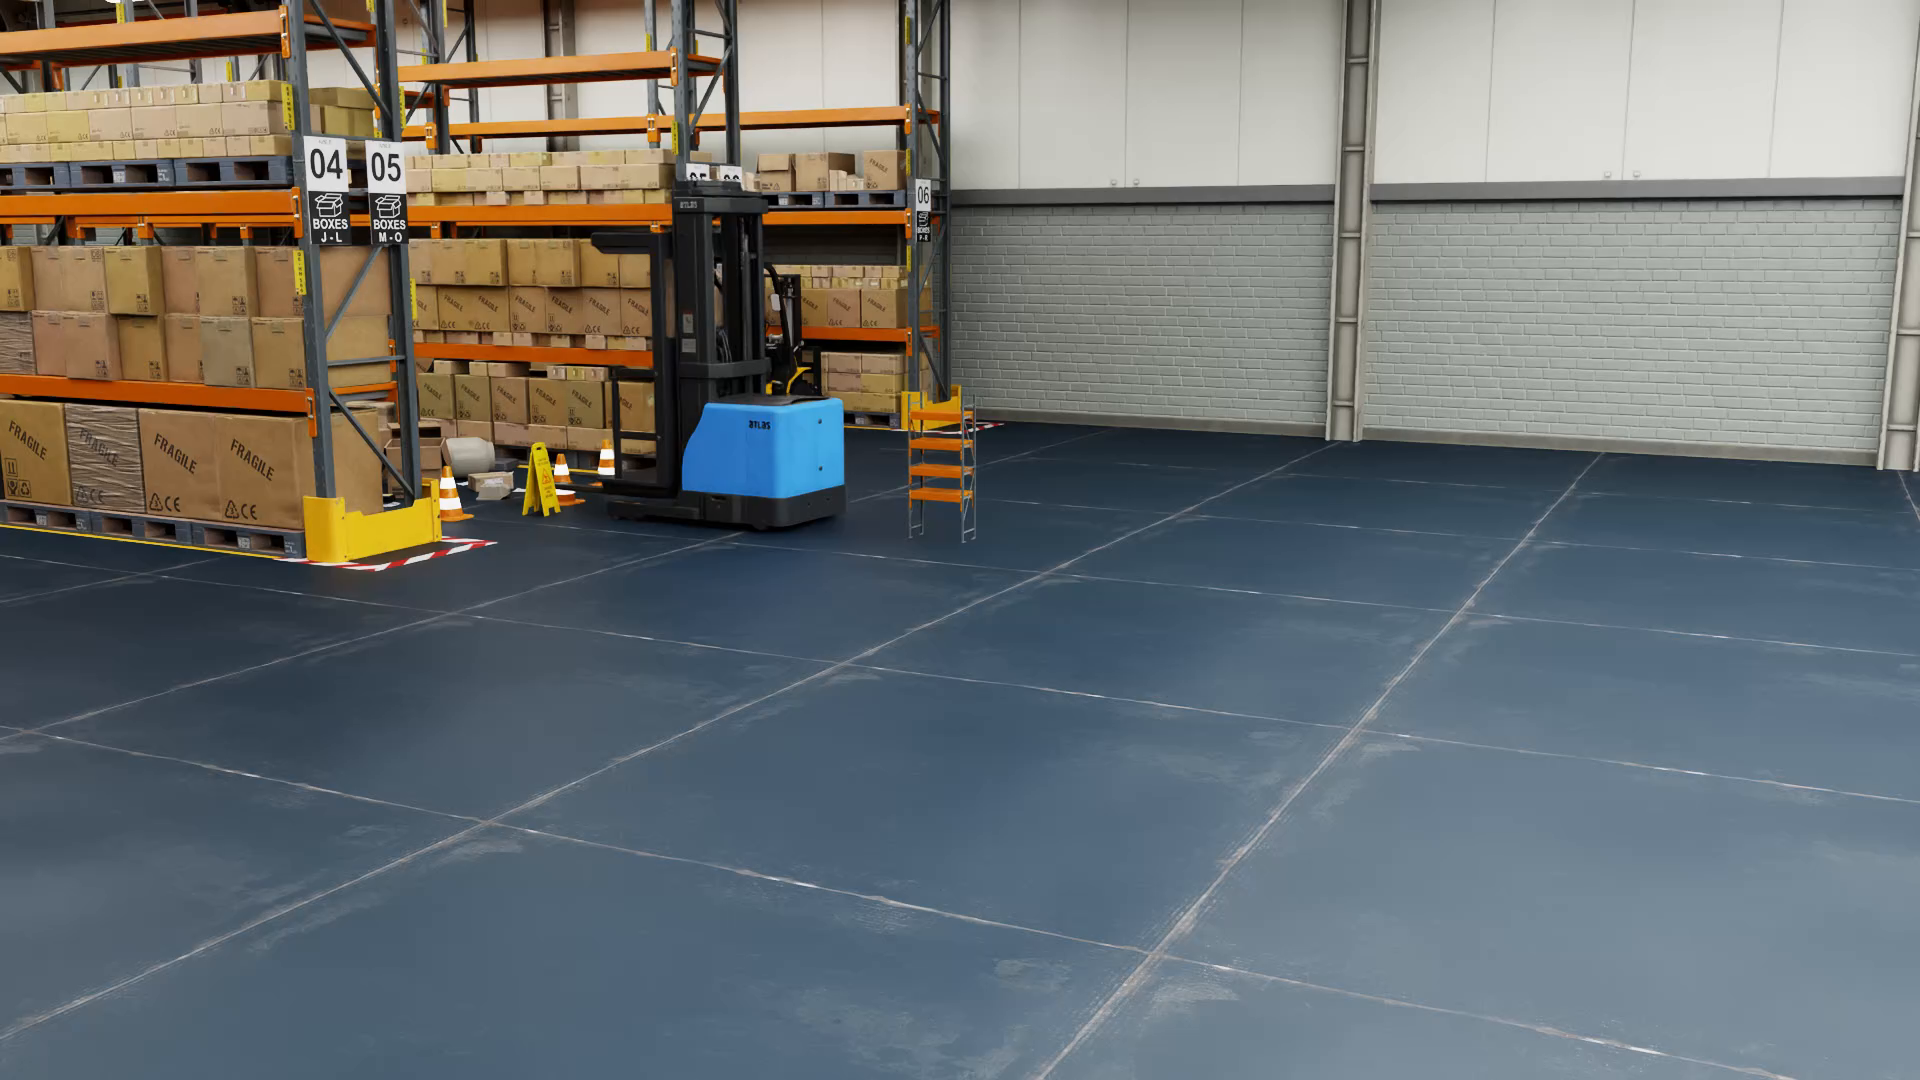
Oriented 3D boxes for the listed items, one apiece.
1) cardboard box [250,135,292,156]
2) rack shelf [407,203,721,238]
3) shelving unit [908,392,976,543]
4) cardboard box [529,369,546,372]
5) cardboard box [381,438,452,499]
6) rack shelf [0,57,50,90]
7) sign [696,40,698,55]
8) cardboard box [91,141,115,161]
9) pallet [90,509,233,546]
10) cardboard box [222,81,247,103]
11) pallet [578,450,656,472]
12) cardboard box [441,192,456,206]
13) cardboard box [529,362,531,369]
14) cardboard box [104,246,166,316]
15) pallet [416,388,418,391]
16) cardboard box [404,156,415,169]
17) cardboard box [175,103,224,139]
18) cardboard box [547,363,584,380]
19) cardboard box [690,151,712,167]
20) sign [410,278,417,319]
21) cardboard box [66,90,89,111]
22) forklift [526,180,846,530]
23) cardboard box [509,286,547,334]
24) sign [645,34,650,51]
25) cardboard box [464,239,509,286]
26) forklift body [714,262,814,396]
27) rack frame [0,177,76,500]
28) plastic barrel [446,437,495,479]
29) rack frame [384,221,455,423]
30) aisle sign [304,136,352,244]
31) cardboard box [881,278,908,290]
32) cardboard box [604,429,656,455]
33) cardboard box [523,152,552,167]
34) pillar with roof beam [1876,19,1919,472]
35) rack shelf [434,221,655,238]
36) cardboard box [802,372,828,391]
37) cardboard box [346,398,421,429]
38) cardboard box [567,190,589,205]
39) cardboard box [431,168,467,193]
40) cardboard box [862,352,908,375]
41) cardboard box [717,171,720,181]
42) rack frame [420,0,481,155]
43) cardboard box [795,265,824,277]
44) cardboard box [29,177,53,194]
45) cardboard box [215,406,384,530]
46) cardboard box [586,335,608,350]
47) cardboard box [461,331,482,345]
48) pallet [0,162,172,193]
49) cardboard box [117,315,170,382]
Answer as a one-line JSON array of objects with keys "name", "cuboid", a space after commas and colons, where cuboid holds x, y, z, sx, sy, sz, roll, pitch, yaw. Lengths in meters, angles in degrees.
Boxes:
[{"name": "cardboard box", "cuboid": [-5.139, -2.983, 12.610, 0.250, 0.149, 0.380, 5, 11, 26]}, {"name": "rack shelf", "cuboid": [-4.385, -3.480, 18.135, 4.000, 0.370, 1.077, 5, 11, 26]}, {"name": "shelving unit", "cuboid": [-0.148, -0.603, 13.695, 0.503, 1.200, 0.258, 5, 11, 26]}, {"name": "cardboard box", "cuboid": [-5.073, -1.695, 19.109, 0.500, 0.500, 0.500, 5, 12, 27]}, {"name": "cardboard box", "cuboid": [-5.287, -0.706, 16.220, 0.637, 0.503, 0.797, -2, 11, -14]}, {"name": "rack shelf", "cuboid": [-10.072, -4.276, 15.233, 4.000, 0.370, 1.077, 5, 11, 26]}, {"name": "sign", "cuboid": [-3.718, -6.885, 23.438, 0.005, 0.325, 0.100, 5, 11, 26]}, {"name": "cardboard box", "cuboid": [-6.738, -3.123, 13.385, 0.250, 0.149, 0.380, 5, 11, 27]}, {"name": "pallet", "cuboid": [-6.533, -0.177, 14.115, 1.213, 0.211, 1.003, 5, 11, 26]}, {"name": "cardboard box", "cuboid": [-5.367, -3.395, 12.650, 0.250, 0.149, 0.380, 5, 11, 26]}, {"name": "pallet", "cuboid": [-3.373, -0.904, 18.134, 1.213, 0.211, 1.003, 5, 11, 26]}, {"name": "cardboard box", "cuboid": [-5.527, -3.773, 18.438, 0.250, 0.149, 0.380, 5, 11, 26]}, {"name": "cardboard box", "cuboid": [-6.430, -2.561, 24.945, 0.625, 0.625, 0.875, 5, 12, 28]}, {"name": "cardboard box", "cuboid": [-6.516, -2.158, 13.779, 0.500, 0.550, 0.875, 5, 11, 26]}, {"name": "pallet", "cuboid": [-8.226, -2.317, 25.939, 1.213, 0.211, 1.003, 5, 11, 26]}, {"name": "cardboard box", "cuboid": [-6.041, -4.184, 18.468, 0.250, 0.149, 0.380, 5, 11, 25]}, {"name": "cardboard box", "cuboid": [-5.702, -3.240, 12.914, 0.500, 0.250, 0.500, 5, 11, 26]}, {"name": "cardboard box", "cuboid": [-4.244, -1.824, 17.998, 0.250, 0.149, 0.380, 6, 12, 28]}, {"name": "cardboard box", "cuboid": [-2.820, -4.006, 17.486, 0.250, 0.149, 0.380, 5, 11, 25]}, {"name": "sign", "cuboid": [-4.440, -1.955, 13.458, 0.005, 0.325, 0.100, 5, 11, 26]}, {"name": "cardboard box", "cuboid": [-6.960, -3.535, 13.423, 0.250, 0.149, 0.380, 5, 11, 26]}, {"name": "forklift", "cuboid": [-2.552, -1.687, 14.819, 3.031, 2.935, 1.130, 6, 12, 28]}, {"name": "cardboard box", "cuboid": [-4.541, -2.518, 18.106, 0.500, 0.500, 0.500, 5, 11, 26]}, {"name": "sign", "cuboid": [-4.215, -6.672, 22.482, 0.005, 0.325, 0.100, 5, 11, 26]}, {"name": "cardboard box", "cuboid": [-4.993, -3.047, 18.217, 0.500, 0.500, 0.700, 5, 11, 25]}, {"name": "forklift body", "cuboid": [-2.907, -2.434, 21.141, 1.214, 2.155, 2.313, 5, 11, 26]}, {"name": "rack frame", "cuboid": [-8.278, -1.717, 14.797, 0.127, 3.000, 1.000, 5, 11, 26]}, {"name": "plastic barrel", "cuboid": [-5.114, -0.854, 17.260, 0.512, 0.421, 0.421, -4, 11, -23]}, {"name": "rack frame", "cuboid": [-6.179, -2.516, 19.209, 0.127, 3.000, 1.000, 5, 11, 26]}, {"name": "aisle sign", "cuboid": [-4.760, -2.628, 12.528, 0.004, 0.787, 0.394, 5, 11, 26]}, {"name": "cardboard box", "cuboid": [-0.834, -3.345, 21.686, 0.250, 0.149, 0.380, 5, 11, 27]}, {"name": "cardboard box", "cuboid": [-3.457, -1.077, 17.800, 0.500, 0.250, 0.500, 5, 11, 26]}, {"name": "cardboard box", "cuboid": [-4.416, -4.041, 17.676, 0.250, 0.149, 0.380, 5, 12, 27]}, {"name": "pillar with roof beam", "cuboid": [8.232, -4.511, 13.390, 0.400, 9.000, 9.100, 5, 11, 26]}, {"name": "rack shelf", "cuboid": [-5.779, -4.589, 24.259, 4.000, 0.370, 1.077, 5, 11, 26]}, {"name": "cardboard box", "cuboid": [-1.891, -2.160, 22.382, 0.500, 0.250, 0.500, 5, 11, 25]}, {"name": "cardboard box", "cuboid": [-6.650, -1.470, 19.632, 0.625, 0.372, 0.950, 5, 11, 27]}, {"name": "cardboard box", "cuboid": [-3.938, -3.620, 17.592, 0.250, 0.149, 0.380, 5, 11, 25]}, {"name": "cardboard box", "cuboid": [-5.439, -3.947, 18.279, 0.500, 0.250, 0.500, 5, 11, 25]}, {"name": "cardboard box", "cuboid": [-0.950, -2.326, 21.893, 0.500, 0.250, 0.500, 5, 12, 28]}, {"name": "cardboard box", "cuboid": [-3.348, -4.893, 22.708, 0.500, 0.311, 0.500, 5, 12, 27]}, {"name": "rack frame", "cuboid": [-7.573, -6.576, 24.798, 0.127, 3.000, 1.000, 5, 11, 26]}, {"name": "cardboard box", "cuboid": [-2.002, -3.588, 22.193, 0.250, 0.149, 0.380, 5, 12, 27]}, {"name": "cardboard box", "cuboid": [-11.475, -4.656, 21.149, 0.500, 0.500, 0.500, 5, 11, 26]}, {"name": "cardboard box", "cuboid": [-5.329, -0.606, 13.444, 0.875, 0.875, 0.875, 5, 11, 26]}, {"name": "cardboard box", "cuboid": [-3.763, -2.114, 17.692, 0.250, 0.149, 0.380, 5, 12, 27]}, {"name": "cardboard box", "cuboid": [-5.331, -2.264, 18.520, 0.250, 0.149, 0.380, 5, 12, 28]}, {"name": "pallet", "cuboid": [-7.549, -3.084, 14.172, 1.213, 0.211, 1.003, 5, 11, 26]}, {"name": "cardboard box", "cuboid": [-6.487, -1.637, 13.933, 0.500, 0.550, 0.875, 5, 11, 26]}]
